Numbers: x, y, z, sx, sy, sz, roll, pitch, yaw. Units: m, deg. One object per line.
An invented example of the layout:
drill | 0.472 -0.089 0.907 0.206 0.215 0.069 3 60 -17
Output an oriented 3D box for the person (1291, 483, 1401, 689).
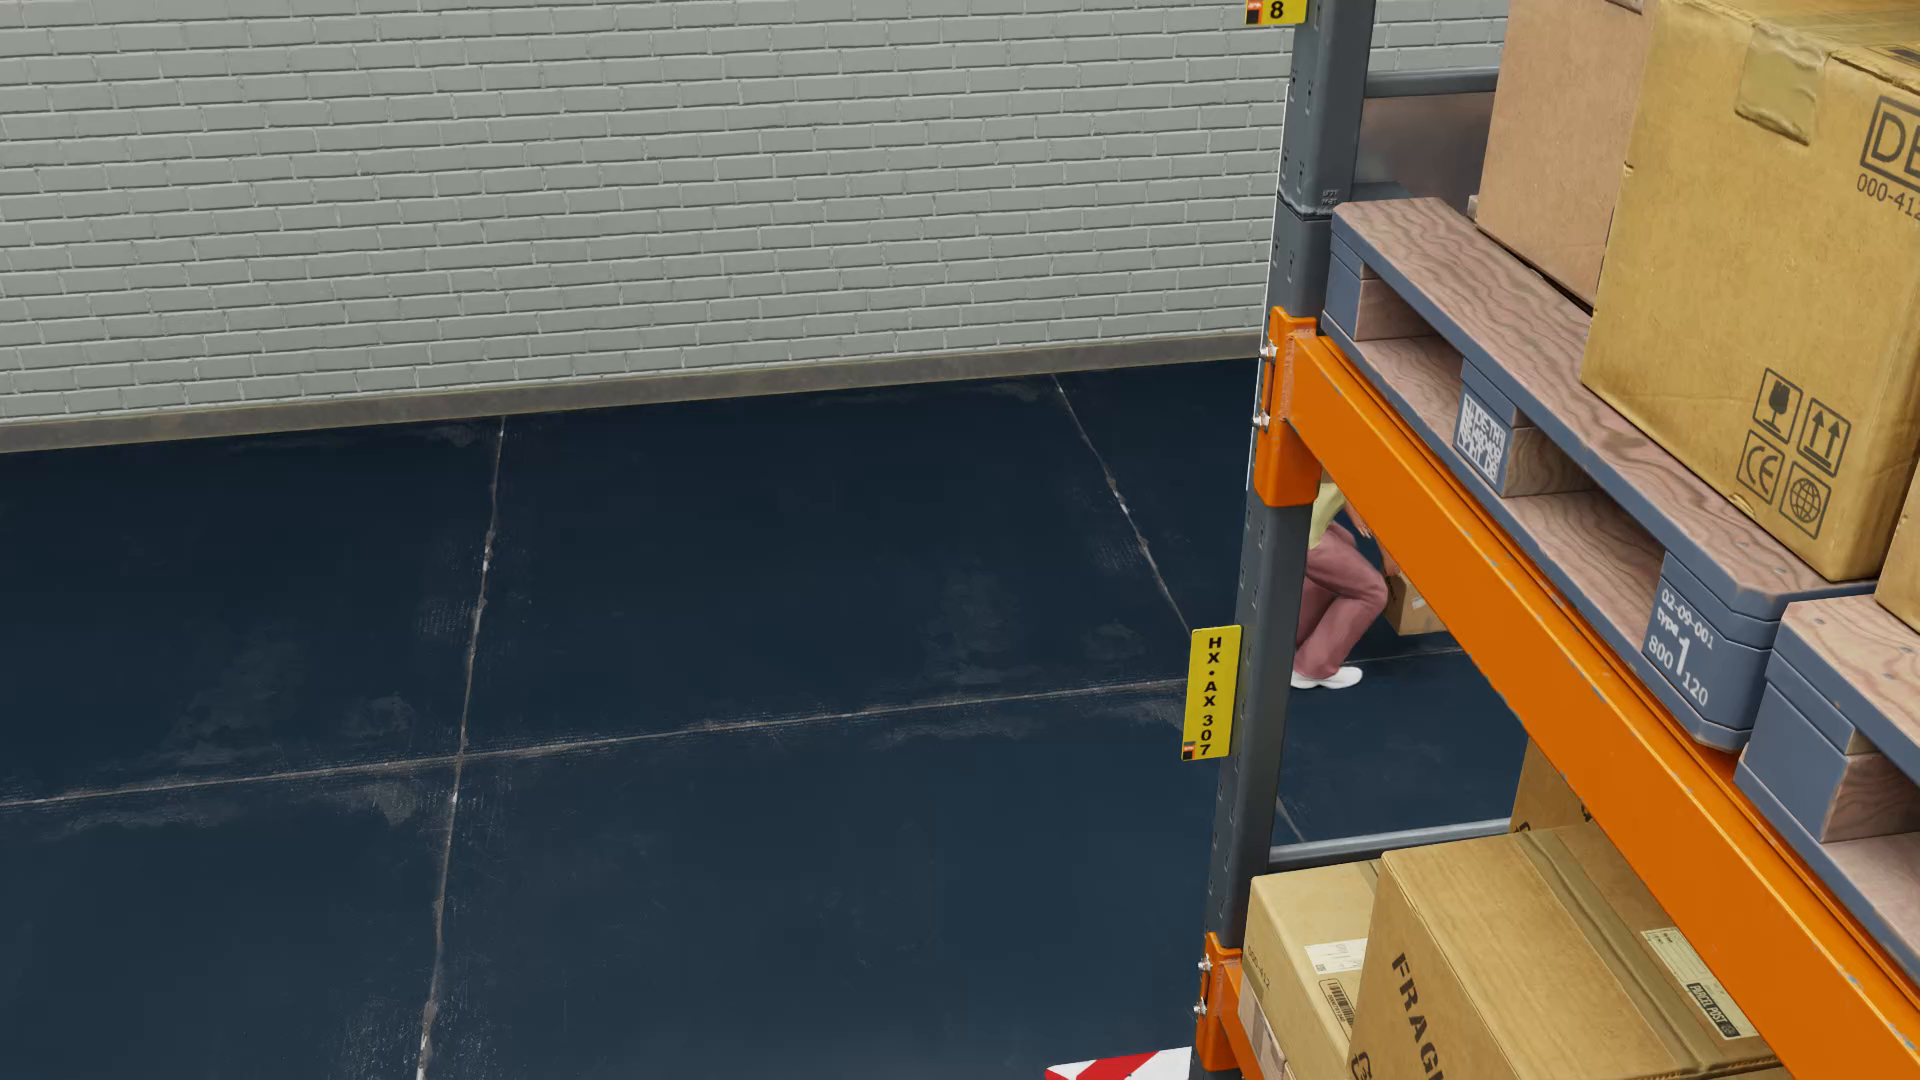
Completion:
person | 1.481 -0.064 6.579 0.665 1.335 0.511 -5 31 -9
